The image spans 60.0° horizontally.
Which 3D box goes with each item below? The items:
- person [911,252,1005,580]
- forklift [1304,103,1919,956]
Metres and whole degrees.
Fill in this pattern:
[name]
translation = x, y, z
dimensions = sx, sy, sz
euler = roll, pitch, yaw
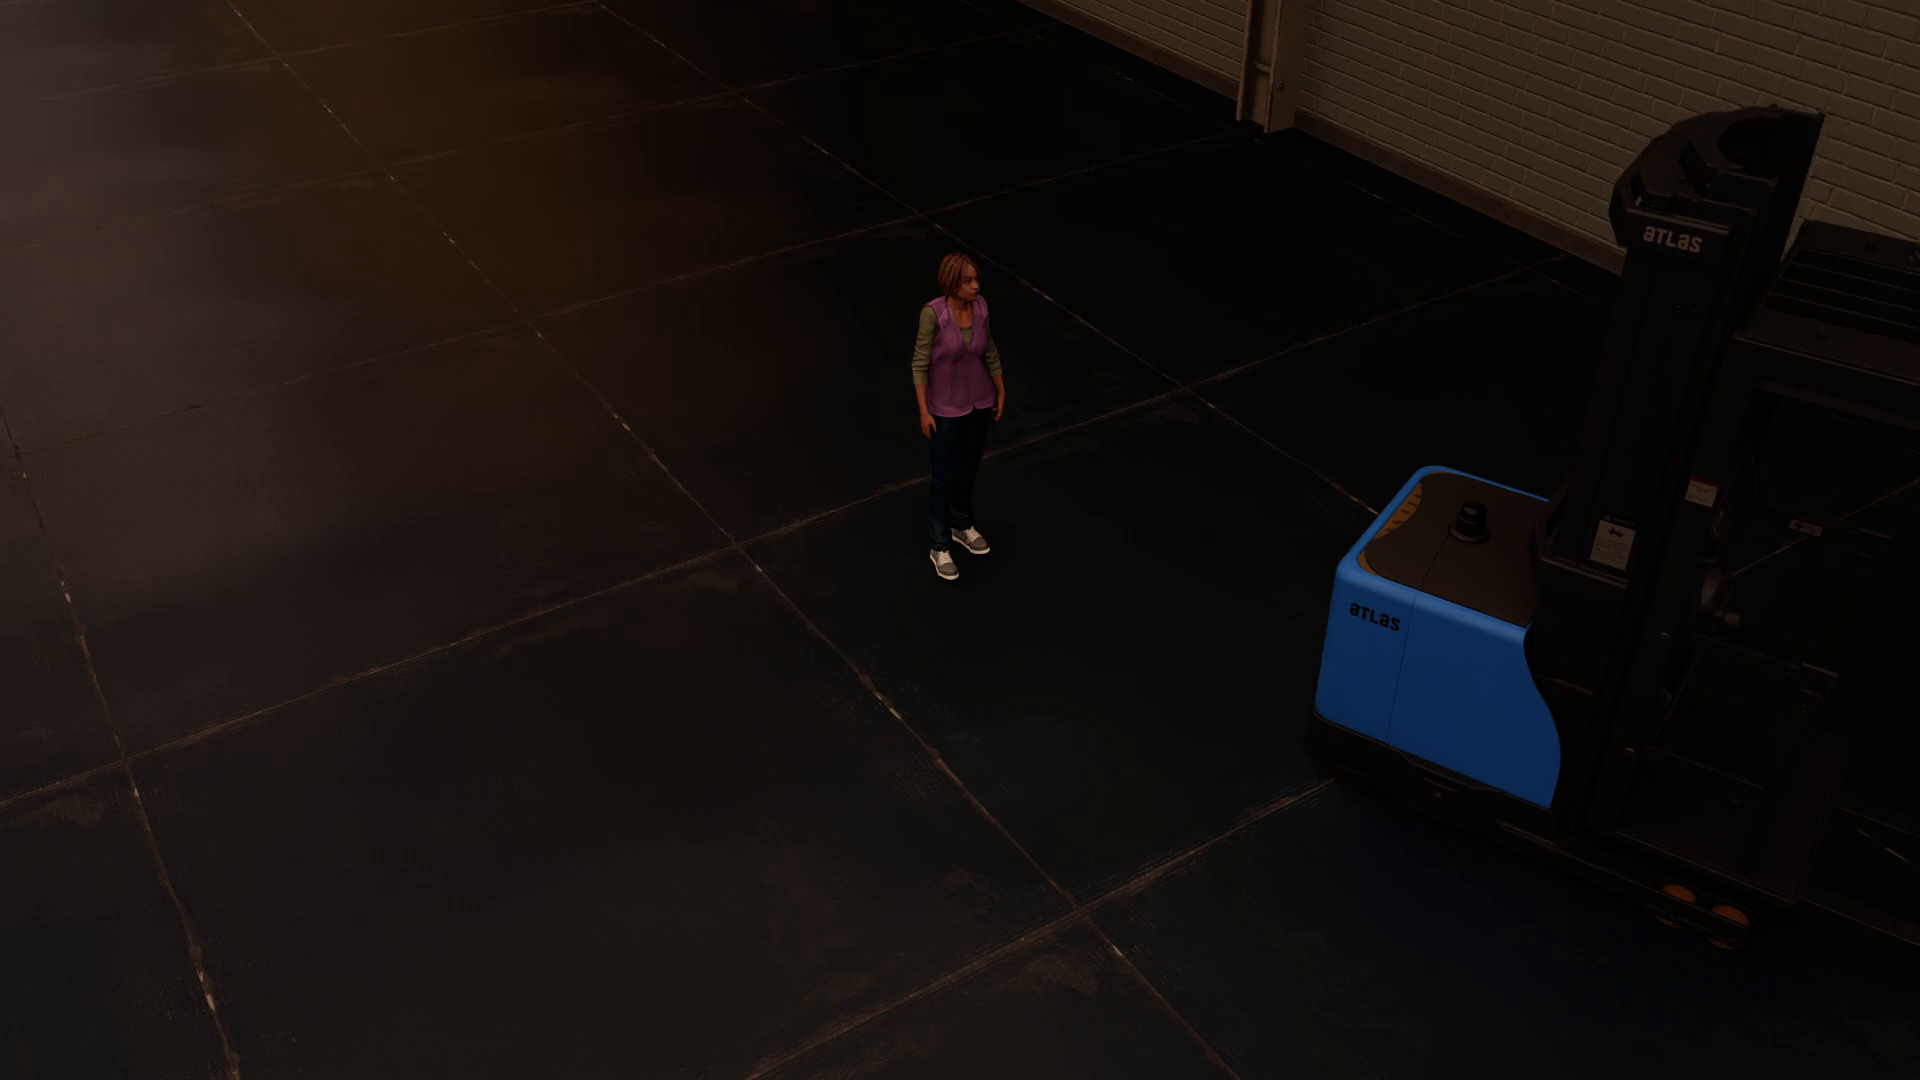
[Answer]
[person]
translation = 0.029, -0.619, 8.177
dimensions = 0.521, 1.599, 0.473
euler = -21, 40, -27
[forklift]
translation = 3.012, 0.033, 6.101
dimensions = 3.031, 2.935, 1.130
euler = 21, 40, 27
